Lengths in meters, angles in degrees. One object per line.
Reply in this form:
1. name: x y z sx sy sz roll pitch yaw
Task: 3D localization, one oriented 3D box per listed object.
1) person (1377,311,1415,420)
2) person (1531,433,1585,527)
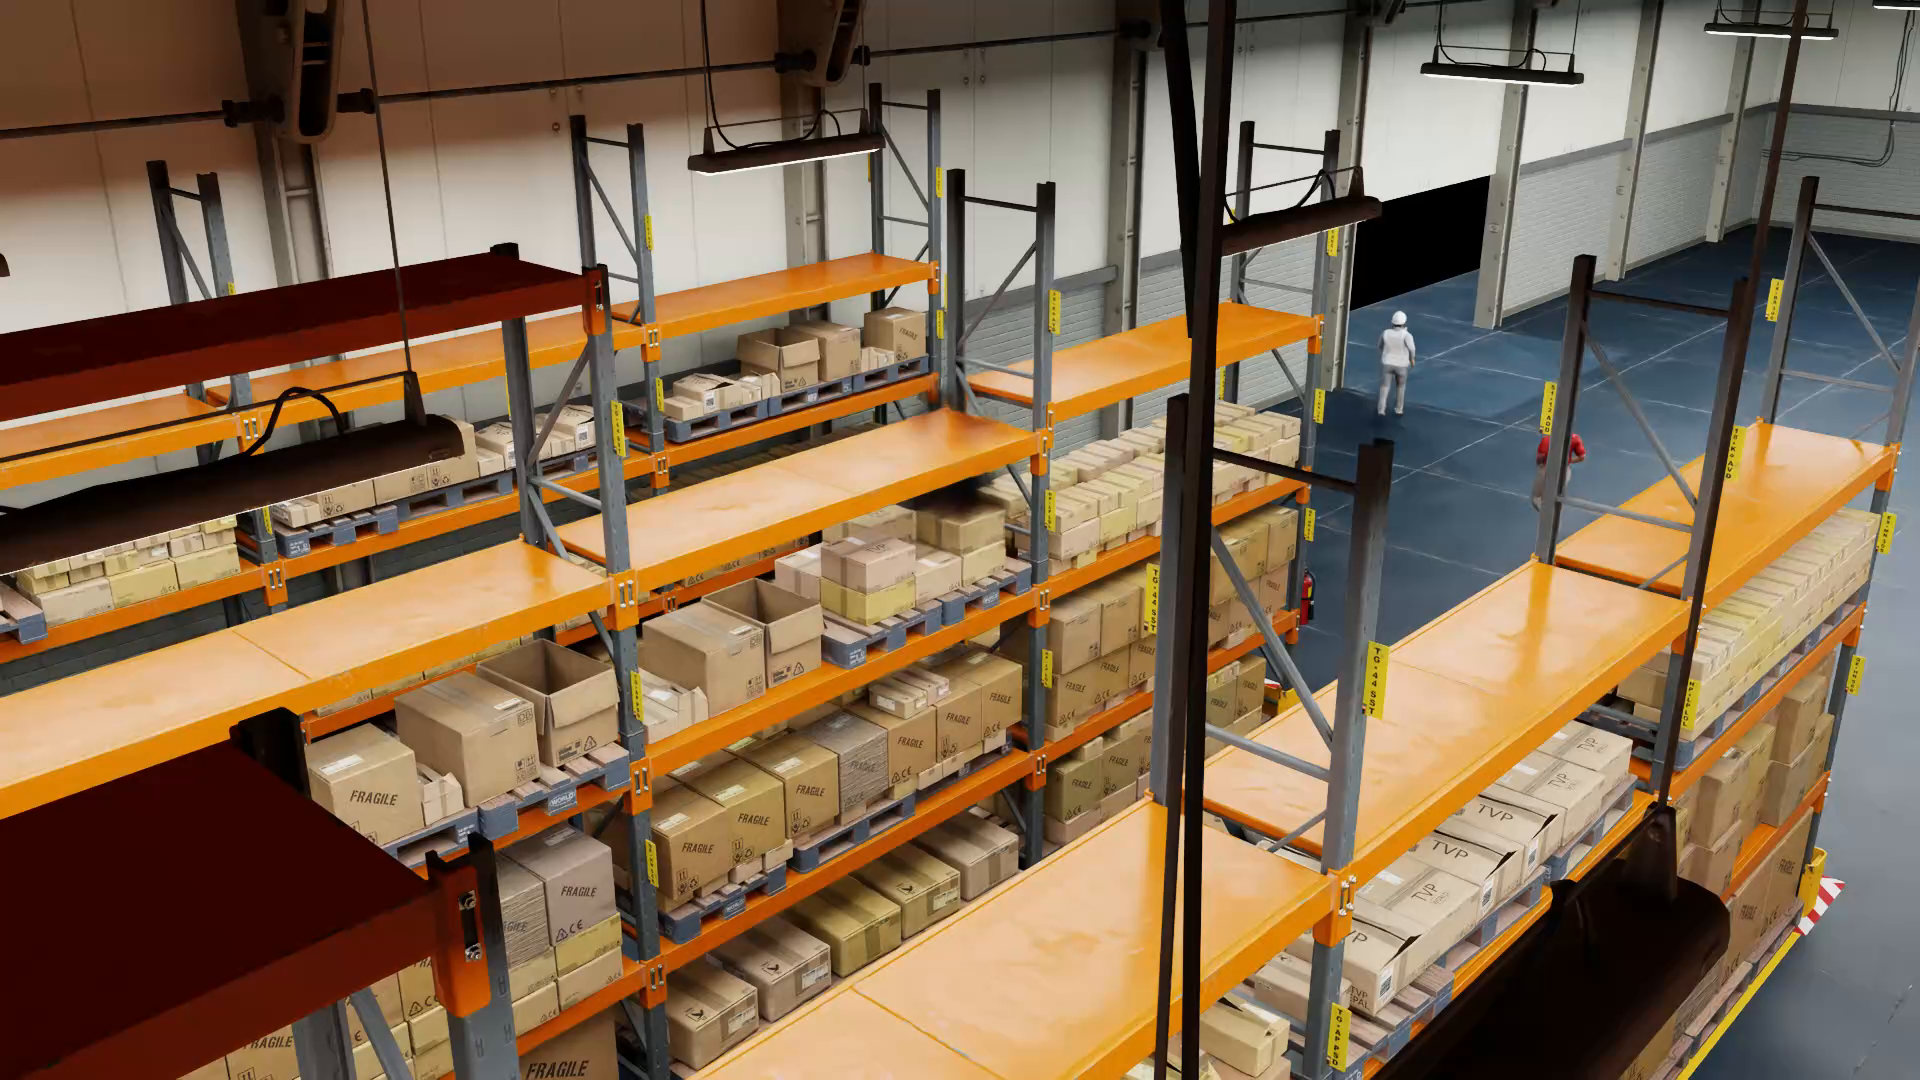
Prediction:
1. person: 7.001 -2.815 26.745 0.659 1.764 0.948 10 23 24
2. person: 7.843 -0.854 21.902 0.661 1.670 0.629 -1 21 -3
